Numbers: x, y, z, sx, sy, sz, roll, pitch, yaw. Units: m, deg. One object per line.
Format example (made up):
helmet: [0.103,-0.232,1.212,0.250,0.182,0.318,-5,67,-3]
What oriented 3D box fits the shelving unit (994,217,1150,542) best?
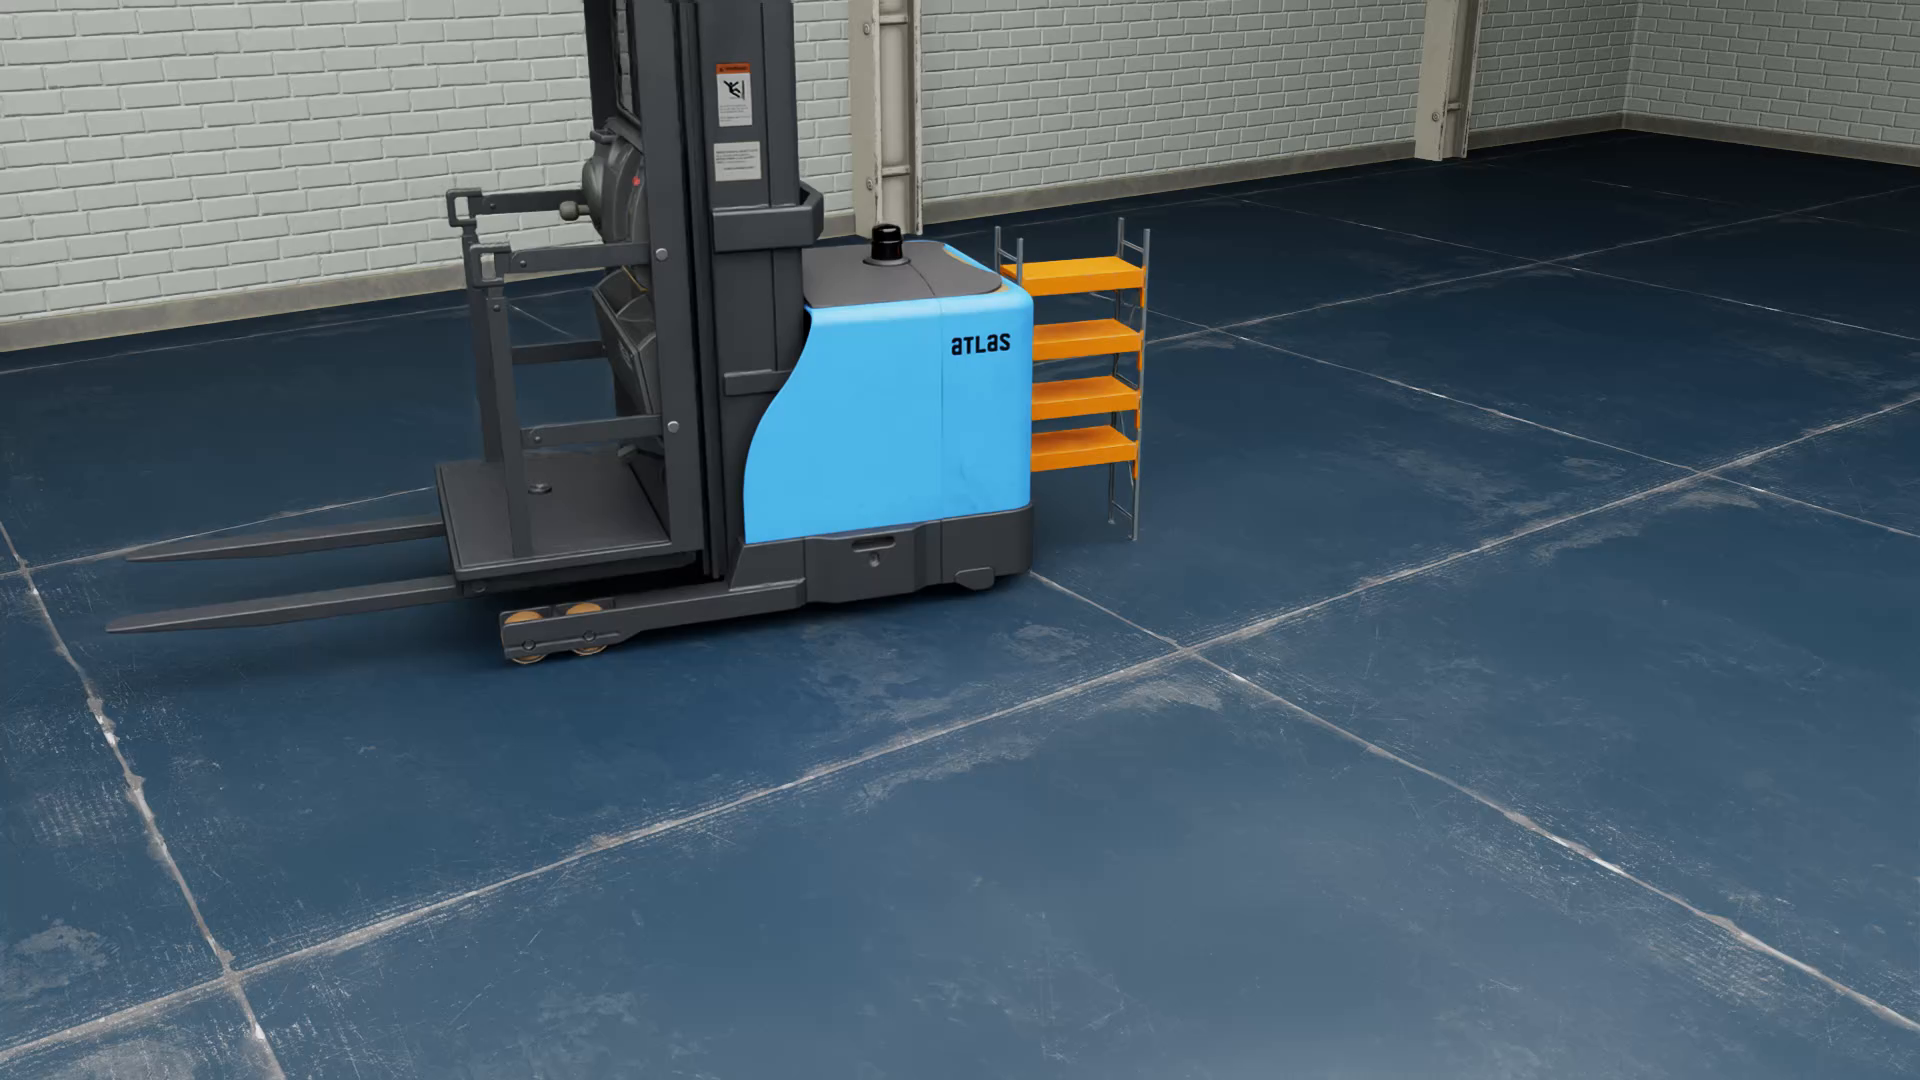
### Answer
shelving unit: [0.402,-0.562,6.186,0.503,1.200,0.258,-8,23,-18]

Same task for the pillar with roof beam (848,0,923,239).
pillar with roof beam: [2.003,-5.071,6.962,0.400,9.000,9.100,-15,26,-33]

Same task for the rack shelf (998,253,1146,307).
rack shelf: [0.402,-0.927,6.040,0.480,0.148,0.258,-8,23,-18]

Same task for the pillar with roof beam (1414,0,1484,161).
pillar with roof beam: [6.873,-6.369,10.217,0.400,9.000,9.100,-15,26,-33]

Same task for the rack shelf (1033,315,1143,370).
rack shelf: [0.402,-0.707,6.128,0.480,0.148,0.258,-8,23,-18]

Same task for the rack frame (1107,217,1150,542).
rack frame: [0.632,-0.593,6.262,0.015,1.200,0.240,-8,23,-18]

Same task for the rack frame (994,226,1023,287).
rack frame: [0.172,-0.532,6.110,0.015,1.200,0.240,-8,23,-18]

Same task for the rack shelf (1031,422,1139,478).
rack shelf: [0.402,-0.315,6.285,0.480,0.148,0.258,-8,23,-18]

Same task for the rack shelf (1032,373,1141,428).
rack shelf: [0.402,-0.500,6.211,0.480,0.148,0.258,-8,23,-18]

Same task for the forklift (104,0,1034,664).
forklift: [-1.309,-1.181,5.401,3.031,2.935,1.130,-8,23,-18]
